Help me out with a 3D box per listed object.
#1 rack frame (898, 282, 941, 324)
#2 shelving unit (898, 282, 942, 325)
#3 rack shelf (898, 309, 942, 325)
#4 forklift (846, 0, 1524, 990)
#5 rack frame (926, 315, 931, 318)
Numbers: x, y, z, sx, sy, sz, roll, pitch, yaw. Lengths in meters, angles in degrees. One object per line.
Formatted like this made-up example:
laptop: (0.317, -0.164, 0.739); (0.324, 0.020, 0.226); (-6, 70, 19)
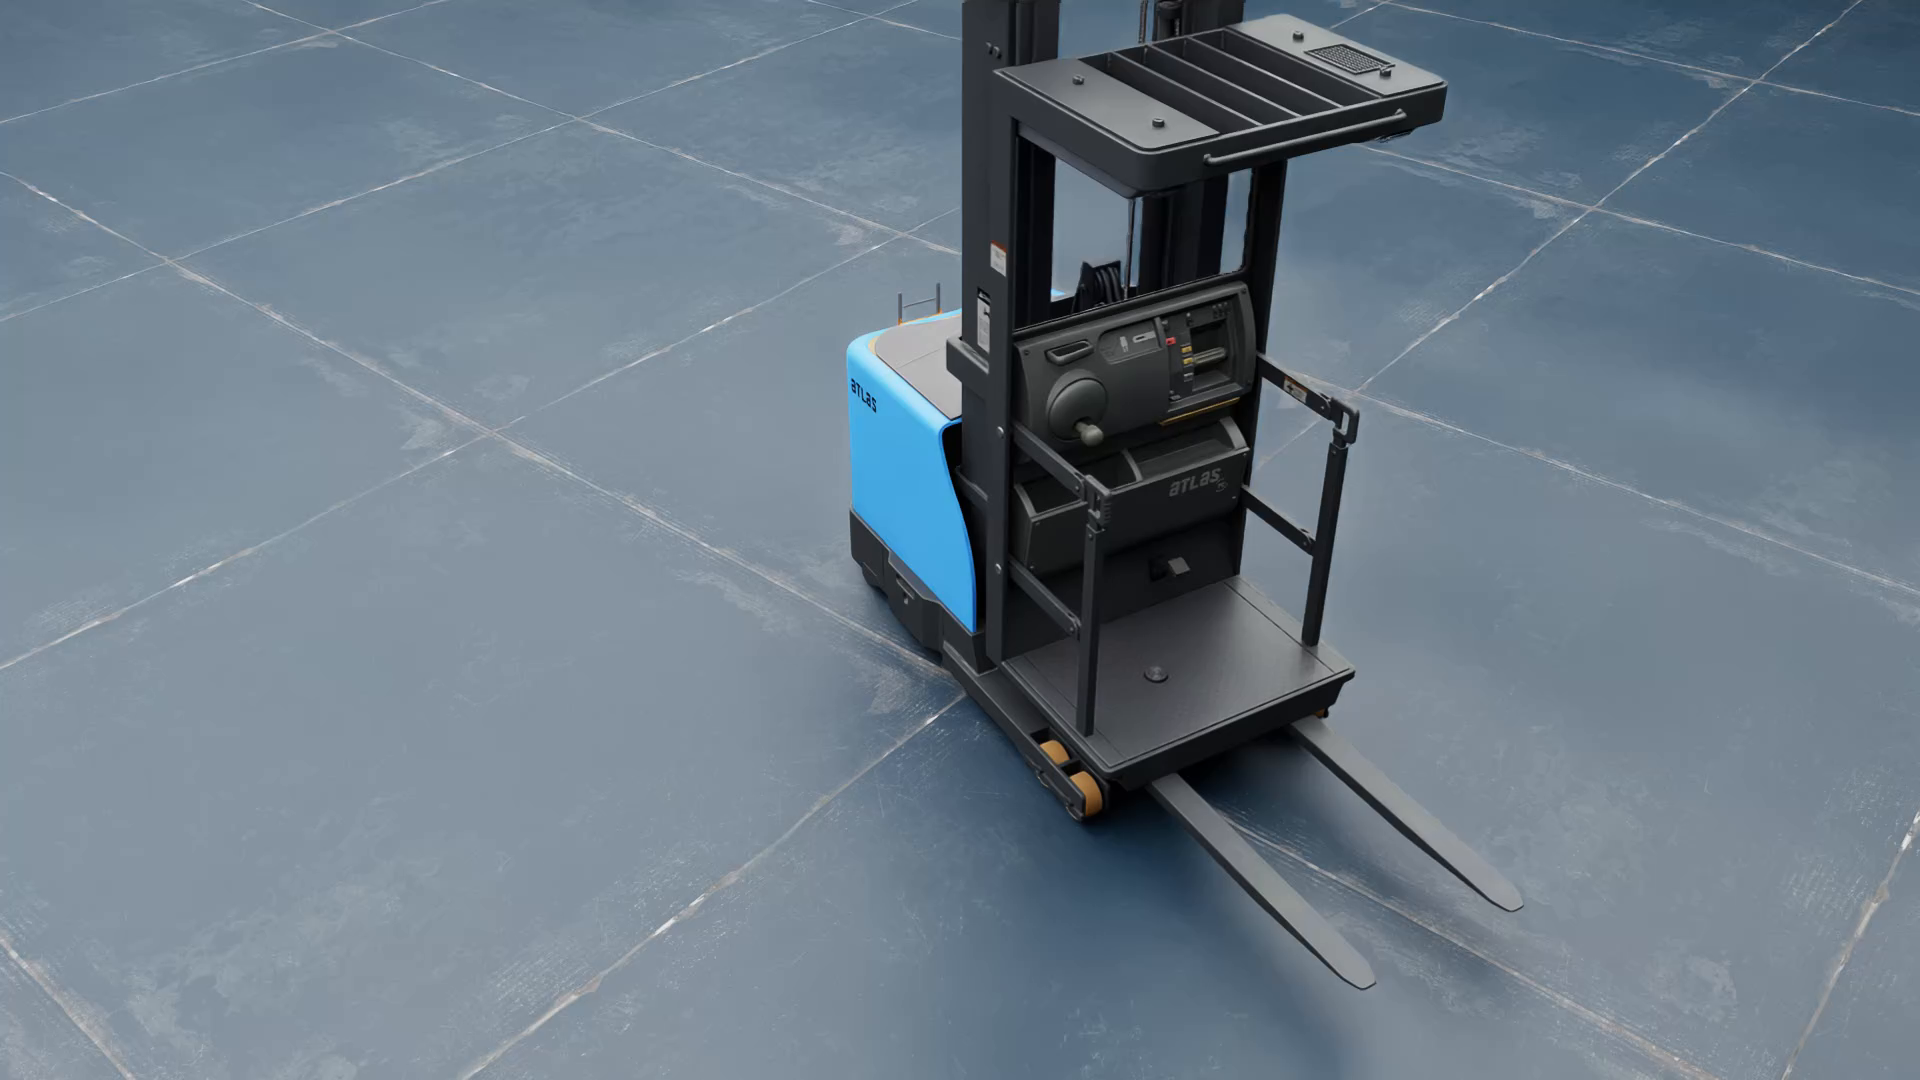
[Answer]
rack frame: (-0.170, -0.619, 7.224); (0.200, 1.050, 0.008); (-18, 38, -25)
shelving unit: (-0.109, -0.559, 7.137); (0.215, 1.050, 0.252); (-18, 38, -25)
rack shelf: (-0.109, -0.784, 6.982); (0.215, 0.259, 0.240); (-18, 38, -25)
forklift: (0.716, -0.529, 5.431); (1.130, 2.935, 3.031); (-18, 38, -25)
rack frame: (-0.047, -0.499, 7.050); (0.200, 1.050, 0.008); (-18, 38, -25)
